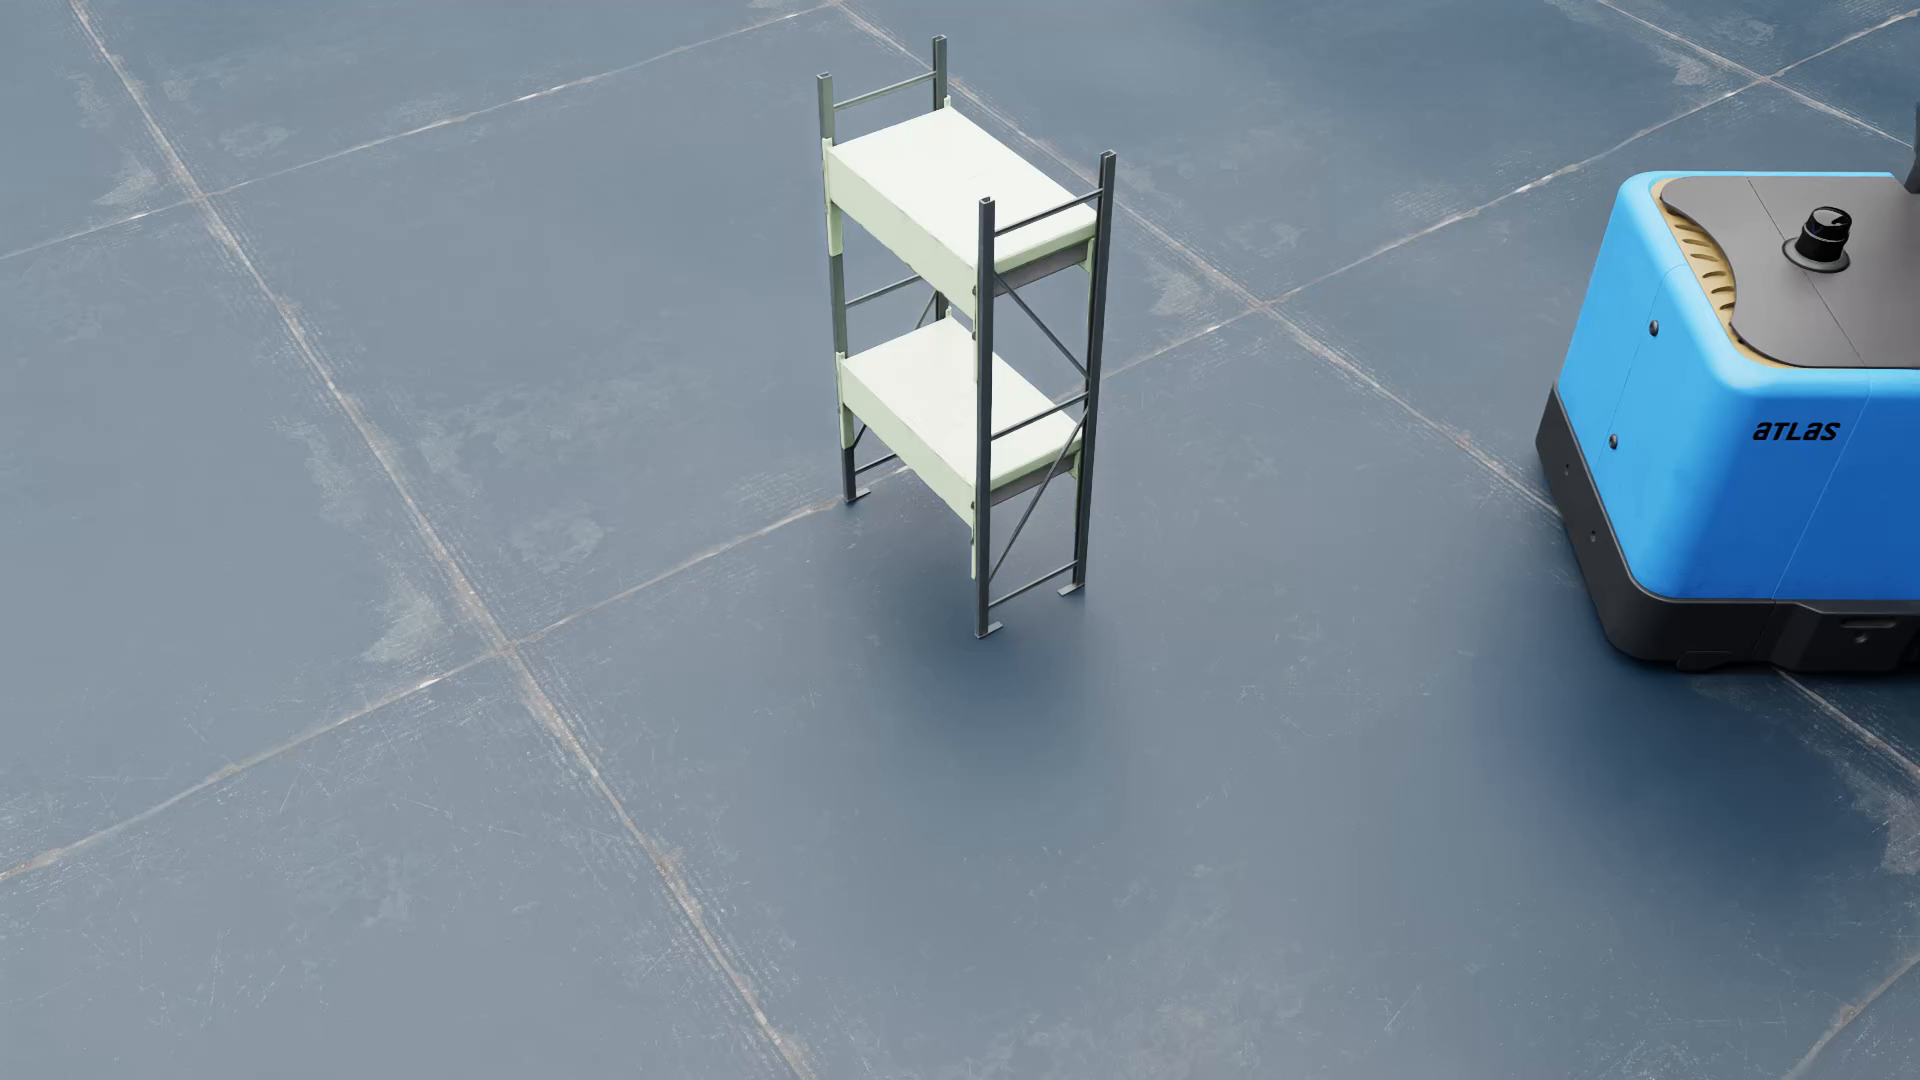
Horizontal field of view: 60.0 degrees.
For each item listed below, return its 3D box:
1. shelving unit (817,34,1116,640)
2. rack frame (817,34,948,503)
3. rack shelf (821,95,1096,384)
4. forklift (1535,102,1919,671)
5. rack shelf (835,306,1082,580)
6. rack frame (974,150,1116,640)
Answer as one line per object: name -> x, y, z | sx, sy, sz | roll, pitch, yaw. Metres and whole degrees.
shelving unit -> 0.004, -0.539, 4.728 | 0.431, 1.500, 0.755 | -26, 49, -24
rack frame -> -0.206, -0.746, 4.945 | 0.400, 1.500, 0.023 | -26, 49, -24
rack shelf -> 0.004, -0.821, 4.459 | 0.431, 0.370, 0.720 | -26, 49, -24
forklift -> 3.405, -1.017, 4.192 | 3.031, 2.935, 1.130 | 0, 44, 0
rack shelf -> 0.004, -0.303, 4.953 | 0.431, 0.370, 0.720 | -26, 49, -24
rack frame -> 0.213, -0.331, 4.511 | 0.400, 1.500, 0.023 | -26, 49, -24
